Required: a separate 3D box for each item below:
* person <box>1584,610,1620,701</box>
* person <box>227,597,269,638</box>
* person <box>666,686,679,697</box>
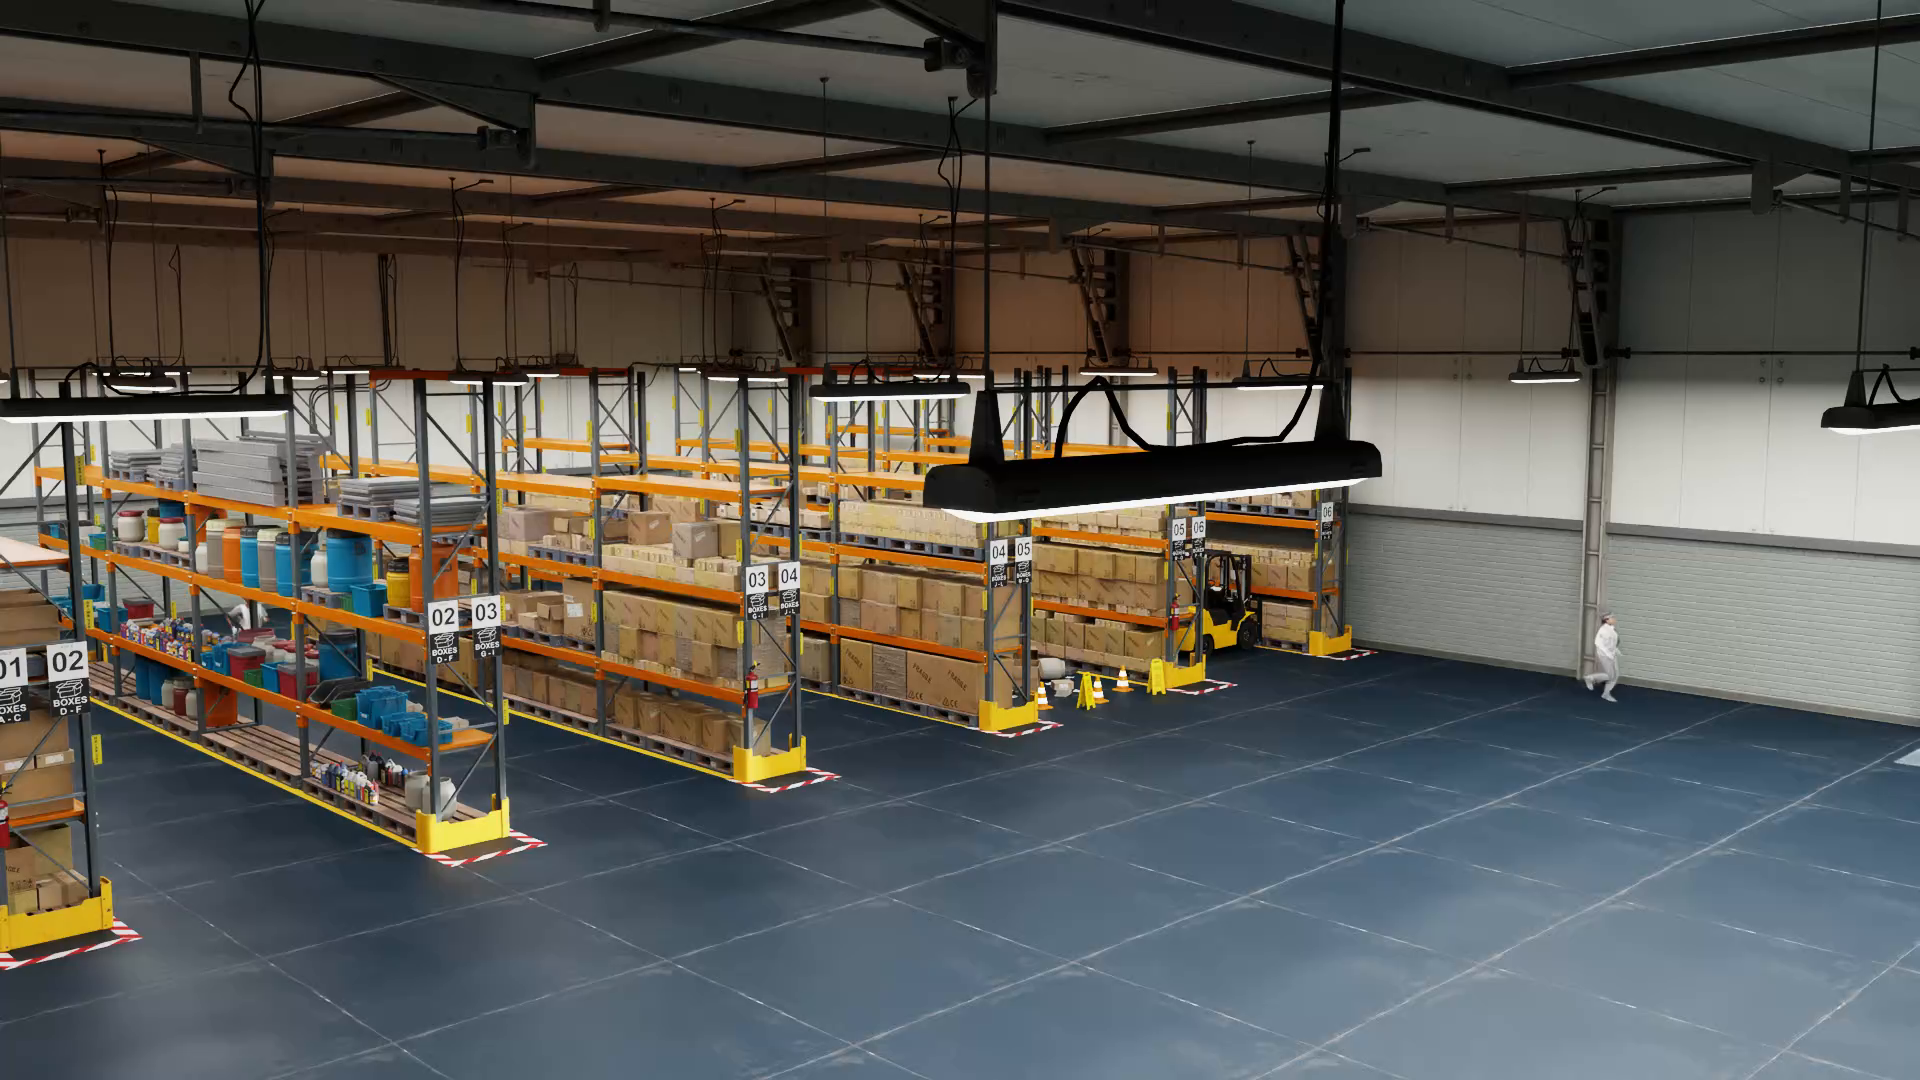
[{"bbox_3d":[11.767,2.098,30.424,0.585,1.667,0.630,5,8,40],"label":"person"},{"bbox_3d":[-13.504,1.845,31.702,0.934,1.804,0.678,5,8,35],"label":"person"},{"bbox_3d":[-5.282,2.017,30.658,0.572,1.741,0.716,6,8,40],"label":"person"}]
